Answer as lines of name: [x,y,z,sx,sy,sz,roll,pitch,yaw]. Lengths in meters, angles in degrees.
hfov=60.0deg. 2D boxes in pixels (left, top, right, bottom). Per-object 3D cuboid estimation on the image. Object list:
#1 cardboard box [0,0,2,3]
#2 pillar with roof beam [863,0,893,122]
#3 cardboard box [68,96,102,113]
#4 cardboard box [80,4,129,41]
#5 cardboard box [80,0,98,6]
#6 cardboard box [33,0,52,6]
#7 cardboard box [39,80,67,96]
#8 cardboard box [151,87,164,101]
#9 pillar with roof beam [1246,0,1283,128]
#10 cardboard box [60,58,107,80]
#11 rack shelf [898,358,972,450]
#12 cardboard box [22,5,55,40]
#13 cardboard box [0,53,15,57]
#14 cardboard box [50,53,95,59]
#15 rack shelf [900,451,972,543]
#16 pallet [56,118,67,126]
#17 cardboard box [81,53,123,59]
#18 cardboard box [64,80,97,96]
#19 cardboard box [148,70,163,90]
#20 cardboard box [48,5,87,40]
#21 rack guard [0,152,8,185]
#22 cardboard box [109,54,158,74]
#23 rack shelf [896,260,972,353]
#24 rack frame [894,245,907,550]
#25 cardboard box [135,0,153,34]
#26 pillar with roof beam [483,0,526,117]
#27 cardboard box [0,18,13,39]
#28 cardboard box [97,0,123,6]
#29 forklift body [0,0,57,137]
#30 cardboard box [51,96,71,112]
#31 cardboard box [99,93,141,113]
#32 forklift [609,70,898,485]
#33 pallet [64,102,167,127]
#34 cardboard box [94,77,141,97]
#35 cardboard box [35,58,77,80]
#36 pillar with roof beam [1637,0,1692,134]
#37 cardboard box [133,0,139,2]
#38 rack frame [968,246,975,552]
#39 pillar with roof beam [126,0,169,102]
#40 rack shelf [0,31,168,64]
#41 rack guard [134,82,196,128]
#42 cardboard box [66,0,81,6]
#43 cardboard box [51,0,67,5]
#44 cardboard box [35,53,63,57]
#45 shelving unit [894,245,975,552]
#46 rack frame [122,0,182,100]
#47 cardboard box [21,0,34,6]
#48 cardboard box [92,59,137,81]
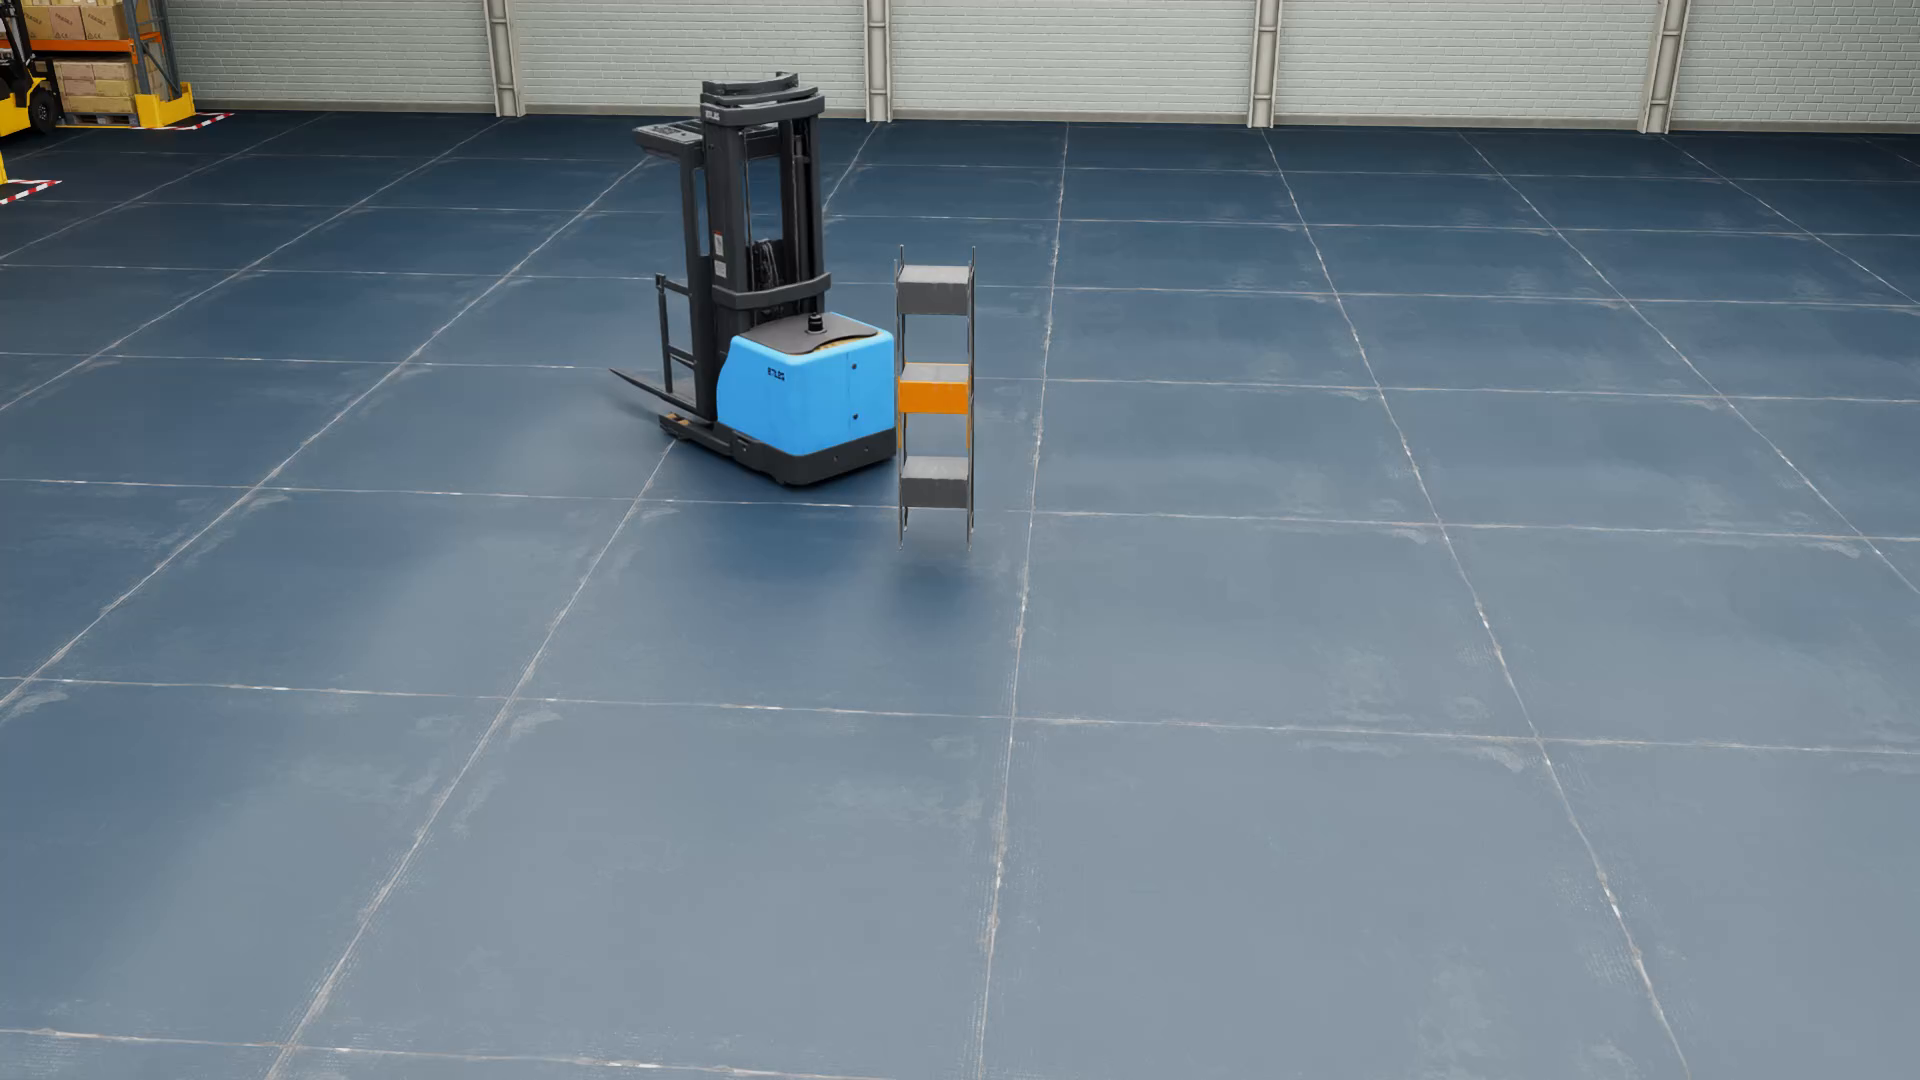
cardboard box: [-14.771,-8.331,25.582,0.250,0.149,0.380,1,25,3]
pillar with roof beam: [-1.611,-8.985,20.724,0.400,9.000,9.100,2,25,4]
cardboard box: [-13.608,-6.885,26.123,0.500,0.250,0.500,2,25,4]
cardboard box: [-13.131,-7.992,25.622,0.500,0.500,0.500,1,25,3]
cardboard box: [-13.245,-8.271,25.451,0.250,0.149,0.380,2,25,5]
cardboard box: [-14.015,-8.306,25.528,0.250,0.149,0.380,1,25,2]
cardboard box: [-14.145,-7.123,26.041,0.500,0.250,0.500,1,25,3]
cardboard box: [-13.095,-7.079,26.545,0.500,0.250,0.500,2,25,4]
pillar with roof beam: [4.372,-8.793,20.306,0.400,9.000,9.100,2,25,4]
cardboard box: [-13.613,-7.335,25.904,0.500,0.250,0.500,2,25,5]
rack shelf: [-0.165,-0.947,11.540,0.480,0.518,0.431,2,25,4]
cardboard box: [-14.159,-8.029,25.702,0.500,0.500,0.500,1,25,3]
cardboard box: [-15.094,-7.597,26.475,0.500,0.250,0.500,2,25,4]
cardboard box: [-14.082,-7.565,26.405,0.500,0.250,0.500,2,25,4]
rack shelf: [-0.165,-0.311,11.832,0.480,0.518,0.431,2,25,4]
pallet: [-14.599,-6.821,26.532,1.213,0.211,1.003,2,25,4]
cardboard box: [-13.584,-7.545,26.361,0.500,0.250,0.500,2,25,4]
cardboard box: [-13.629,-7.115,26.025,0.500,0.250,0.500,2,25,3]
cardboard box: [-13.073,-7.311,26.450,0.500,0.250,0.500,2,25,5]
cardboard box: [-13.648,-8.013,25.667,0.500,0.500,0.500,3,25,6]
rack guard: [-13.073,-4.838,21.878,0.348,0.500,1.175,2,25,4]
cardboard box: [-13.085,-7.531,26.330,0.500,0.250,0.500,1,25,3]
rack shelf: [-0.165,-1.583,11.247,0.480,0.518,0.431,2,25,4]
rack frame: [-0.408,-0.967,11.551,0.015,2.100,0.400,2,25,4]
cardboard box: [-13.093,-8.217,26.112,0.500,0.500,0.500,3,25,6]
pillar with roof beam: [-7.593,-9.177,21.141,0.400,9.000,9.100,2,25,4]
cardboard box: [-14.661,-8.040,25.727,0.500,0.500,0.500,2,25,4]
cardboard box: [-12.988,-8.275,25.461,0.250,0.149,0.380,2,25,5]
forklift body: [-14.651,-6.955,24.504,1.214,2.155,2.313,2,25,4]
cardboard box: [-14.106,-6.905,26.166,0.500,0.250,0.500,2,25,5]
cardboard box: [-13.113,-6.865,26.080,0.500,0.250,0.500,2,25,4]
forklift: [-1.859,-2.283,13.416,1.130,2.935,3.031,-21,32,-37]
pallet: [-13.386,-6.781,26.445,1.213,0.211,1.003,2,25,4]
cardboard box: [-13.130,-7.094,25.980,0.500,0.250,0.500,2,25,3]
cardboard box: [-14.117,-7.347,25.930,0.500,0.250,0.500,2,25,5]
pillar with roof beam: [10.354,-8.601,19.889,0.400,9.000,9.100,2,25,4]
cardboard box: [-12.939,-8.499,25.949,0.250,0.149,0.380,1,25,3]
rack frame: [0.078,-0.951,11.517,0.015,2.100,0.400,2,25,4]
pillar with roof beam: [-13.575,-9.369,21.558,0.400,9.000,9.100,2,25,4]
rack shelf: [-14.615,-7.778,26.136,4.000,0.370,1.077,2,25,4]
rack guard: [-12.597,-6.904,26.368,0.348,0.500,1.175,2,25,4]
cardboard box: [-13.499,-8.304,25.525,0.250,0.149,0.380,2,25,5]
cardboard box: [-13.745,-8.317,25.552,0.250,0.149,0.380,2,25,4]
cardboard box: [-14.592,-7.585,26.447,0.500,0.250,0.500,1,25,3]
shelving unit: [-0.165,-0.959,11.534,0.503,2.100,0.431,2,25,4]
rack frame: [-12.621,-8.040,25.847,0.127,3.000,1.000,2,25,4]
cardboard box: [-14.269,-8.306,25.528,0.250,0.149,0.380,2,25,4]
cardboard box: [-13.104,-7.321,25.874,0.500,0.250,0.500,3,25,6]
